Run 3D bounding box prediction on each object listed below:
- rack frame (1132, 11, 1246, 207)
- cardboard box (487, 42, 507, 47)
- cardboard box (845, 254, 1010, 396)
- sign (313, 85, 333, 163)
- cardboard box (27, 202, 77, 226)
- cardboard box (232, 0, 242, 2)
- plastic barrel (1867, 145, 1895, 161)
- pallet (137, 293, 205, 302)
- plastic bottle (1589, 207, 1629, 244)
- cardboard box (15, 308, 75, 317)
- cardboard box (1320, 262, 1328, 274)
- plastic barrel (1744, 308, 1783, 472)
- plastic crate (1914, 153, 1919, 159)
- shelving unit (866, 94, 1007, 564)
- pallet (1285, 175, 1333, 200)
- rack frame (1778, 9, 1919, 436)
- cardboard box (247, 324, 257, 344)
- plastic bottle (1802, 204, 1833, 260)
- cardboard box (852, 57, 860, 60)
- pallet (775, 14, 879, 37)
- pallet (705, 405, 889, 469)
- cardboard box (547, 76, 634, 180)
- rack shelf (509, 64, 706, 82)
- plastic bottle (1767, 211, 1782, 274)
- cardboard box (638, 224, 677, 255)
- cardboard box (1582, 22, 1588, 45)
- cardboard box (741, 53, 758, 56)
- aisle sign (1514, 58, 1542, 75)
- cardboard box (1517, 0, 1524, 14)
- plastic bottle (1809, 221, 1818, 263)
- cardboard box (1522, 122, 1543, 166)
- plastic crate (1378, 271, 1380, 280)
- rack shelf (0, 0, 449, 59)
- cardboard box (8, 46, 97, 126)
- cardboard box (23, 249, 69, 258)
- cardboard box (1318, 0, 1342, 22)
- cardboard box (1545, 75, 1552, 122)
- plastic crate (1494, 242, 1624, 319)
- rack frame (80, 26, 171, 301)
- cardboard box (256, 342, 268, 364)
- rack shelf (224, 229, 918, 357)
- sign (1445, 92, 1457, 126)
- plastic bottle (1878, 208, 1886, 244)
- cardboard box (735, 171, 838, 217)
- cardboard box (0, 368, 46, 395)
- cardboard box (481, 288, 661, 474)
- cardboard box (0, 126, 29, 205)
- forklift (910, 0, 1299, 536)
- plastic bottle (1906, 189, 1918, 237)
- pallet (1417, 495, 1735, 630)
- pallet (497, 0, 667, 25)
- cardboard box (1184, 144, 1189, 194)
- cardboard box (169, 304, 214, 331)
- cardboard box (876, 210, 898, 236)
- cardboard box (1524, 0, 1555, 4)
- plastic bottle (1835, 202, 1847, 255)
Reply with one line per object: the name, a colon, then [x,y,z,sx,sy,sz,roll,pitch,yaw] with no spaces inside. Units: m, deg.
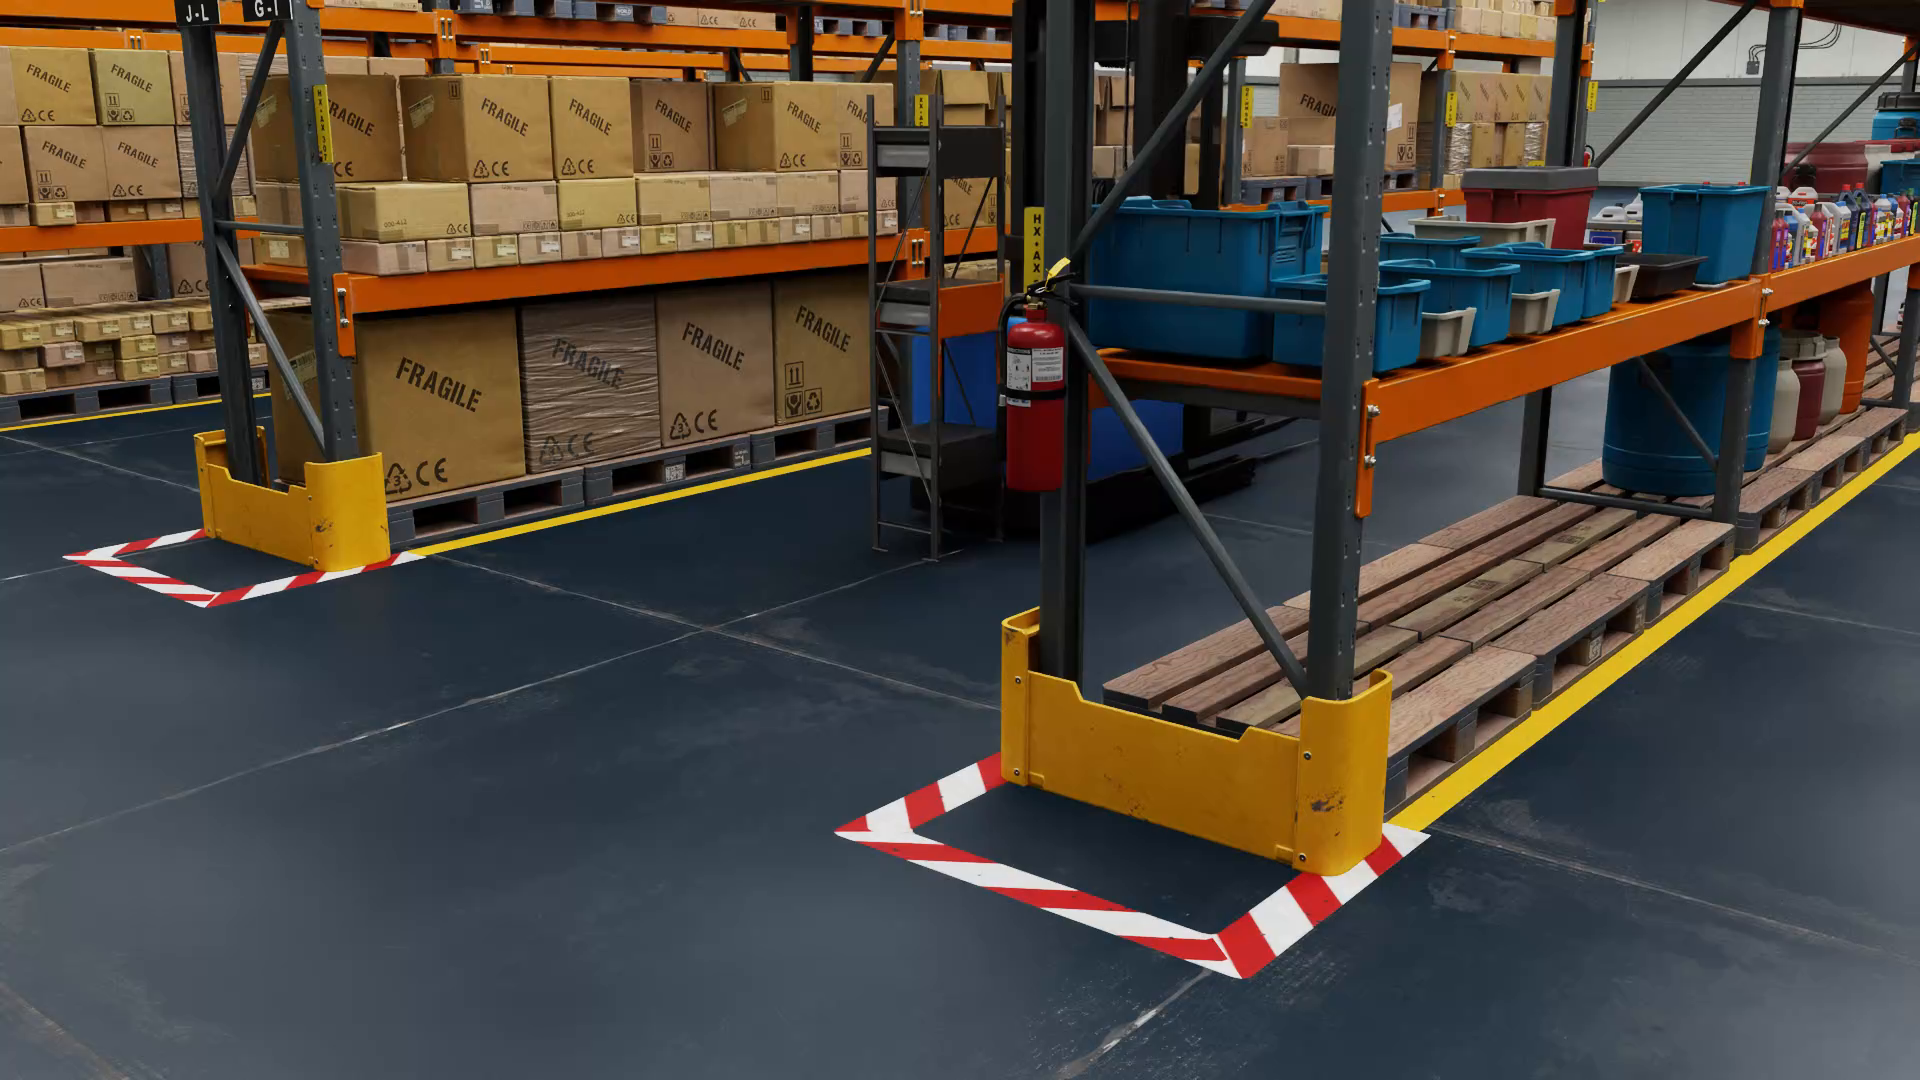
rack frame: [1.845,-2.960,13.684,1.000,3.000,0.127,11,18,38]
cardboard box: [-5.533,-5.860,19.517,0.380,0.149,0.250,11,18,38]
cardboard box: [-0.282,-1.494,11.373,1.225,0.875,0.875,11,18,38]
sign: [-2.755,-1.799,7.195,0.100,0.325,0.005,11,18,38]
cardboard box: [-6.180,-2.203,11.214,0.380,0.149,0.250,11,18,36]
cardboard box: [-5.203,-4.036,12.129,0.500,0.250,0.500,11,18,37]
plastic barrel: [6.443,-2.559,11.877,0.421,0.512,0.421,0,14,0]
pallet: [-7.951,-2.536,17.677,1.003,0.211,1.213,11,18,38]
plastic bottle: [3.180,-1.493,8.161,0.152,0.276,0.135,11,18,38]
cardboard box: [-6.575,-1.575,11.958,0.380,0.149,0.250,11,18,36]
cardboard box: [2.940,-2.311,15.313,0.700,0.500,0.500,13,19,42]
plastic barrel: [3.984,-0.852,8.792,0.600,0.901,0.708,11,18,38]
plastic crate: [6.951,-2.487,11.691,0.402,0.464,0.583,11,18,38]
shelving unit: [-0.104,-0.986,7.740,0.431,2.100,0.503,11,18,38]
pallet: [3.057,-3.253,15.225,1.003,0.211,1.213,11,18,38]
rack frame: [5.697,-2.194,10.667,1.000,3.000,0.127,11,18,38]
cardboard box: [-5.493,-1.553,12.475,0.380,0.149,0.250,12,19,40]
plastic bottle: [4.353,-1.575,8.482,0.152,0.276,0.135,11,18,38]
cardboard box: [-1.668,-7.006,24.026,0.380,0.149,0.250,11,18,36]
pallet: [-1.586,-5.241,16.954,1.213,0.211,1.003,12,19,40]
pallet: [-1.208,-0.709,10.487,1.003,0.211,1.213,11,18,38]
cardboard box: [-2.036,-2.109,8.512,0.500,0.500,0.500,11,18,36]
rack shelf: [-5.955,-7.516,26.984,1.077,0.370,4.000,11,18,38]
plastic bottle: [3.746,-1.376,7.683,0.061,0.283,0.133,11,18,38]
cardboard box: [-1.738,-1.618,8.911,0.380,0.149,0.250,11,18,36]
cardboard box: [6.768,-5.742,18.846,0.500,0.250,0.500,12,18,39]
cardboard box: [-2.958,-6.614,22.485,0.380,0.149,0.250,11,18,37]
aisle sign: [6.679,-5.811,19.625,0.394,0.787,0.004,11,18,38]
cardboard box: [5.729,-5.626,17.578,0.380,0.149,0.250,12,18,39]
plastic bottle: [4.217,-1.487,8.286,0.097,0.201,0.097,0,14,0]
cardboard box: [5.937,-4.381,18.468,0.875,0.500,0.500,11,18,38]
plastic crate: [1.562,-0.917,6.055,0.298,0.136,0.250,11,18,38]
rack shelf: [-5.720,-3.703,11.978,1.077,0.370,4.000,11,18,38]
cardboard box: [-6.177,-3.035,11.140,0.500,0.500,0.500,12,19,39]
cardboard box: [-11.434,-3.649,20.618,0.500,0.500,0.500,11,18,37]
cardboard box: [2.977,-4.590,14.313,0.500,0.250,0.500,12,18,39]
cardboard box: [6.410,-4.930,18.598,0.500,0.500,0.500,11,18,38]
plastic crate: [2.097,-0.916,5.854,0.416,0.233,0.300,11,18,38]
rack frame: [-8.377,-3.728,16.706,1.000,3.000,0.127,11,18,38]
cardboard box: [-5.312,-1.438,12.627,0.380,0.149,0.250,12,18,39]
rack shelf: [-1.926,-1.463,9.250,1.077,0.370,4.000,11,18,38]
sign: [4.793,-4.202,16.222,0.100,0.325,0.005,11,18,38]
plastic bottle: [5.237,-1.798,9.510,0.097,0.201,0.097,0,14,0]
cardboard box: [-1.066,-2.041,9.766,0.500,0.250,0.500,12,19,39]
cardboard box: [-6.399,-1.088,11.250,0.380,0.149,0.250,12,18,39]
cardboard box: [-2.271,-0.911,9.081,0.875,0.875,0.875,11,18,38]
cardboard box: [-6.480,-2.451,10.872,0.500,0.500,0.500,12,19,40]
forklift: [1.008,-1.747,9.046,1.130,2.935,3.031,10,17,34]
plastic bottle: [5.775,-1.994,10.117,0.061,0.283,0.133,11,18,38]
pallet: [2.751,0.070,7.417,1.003,0.211,1.213,11,18,38]
pallet: [-3.343,-4.645,14.605,1.213,0.211,1.003,11,18,38]
cardboard box: [1.410,-2.781,12.777,0.500,0.500,0.500,11,18,37]
cardboard box: [-5.572,-1.628,12.169,0.380,0.149,0.250,12,18,38]
cardboard box: [-0.606,-1.964,10.270,0.380,0.149,0.250,11,18,38]
cardboard box: [6.096,-6.045,17.913,0.500,0.500,0.500,11,18,38]
plastic bottle: [4.593,-1.635,8.728,0.097,0.271,0.097,0,14,0]
